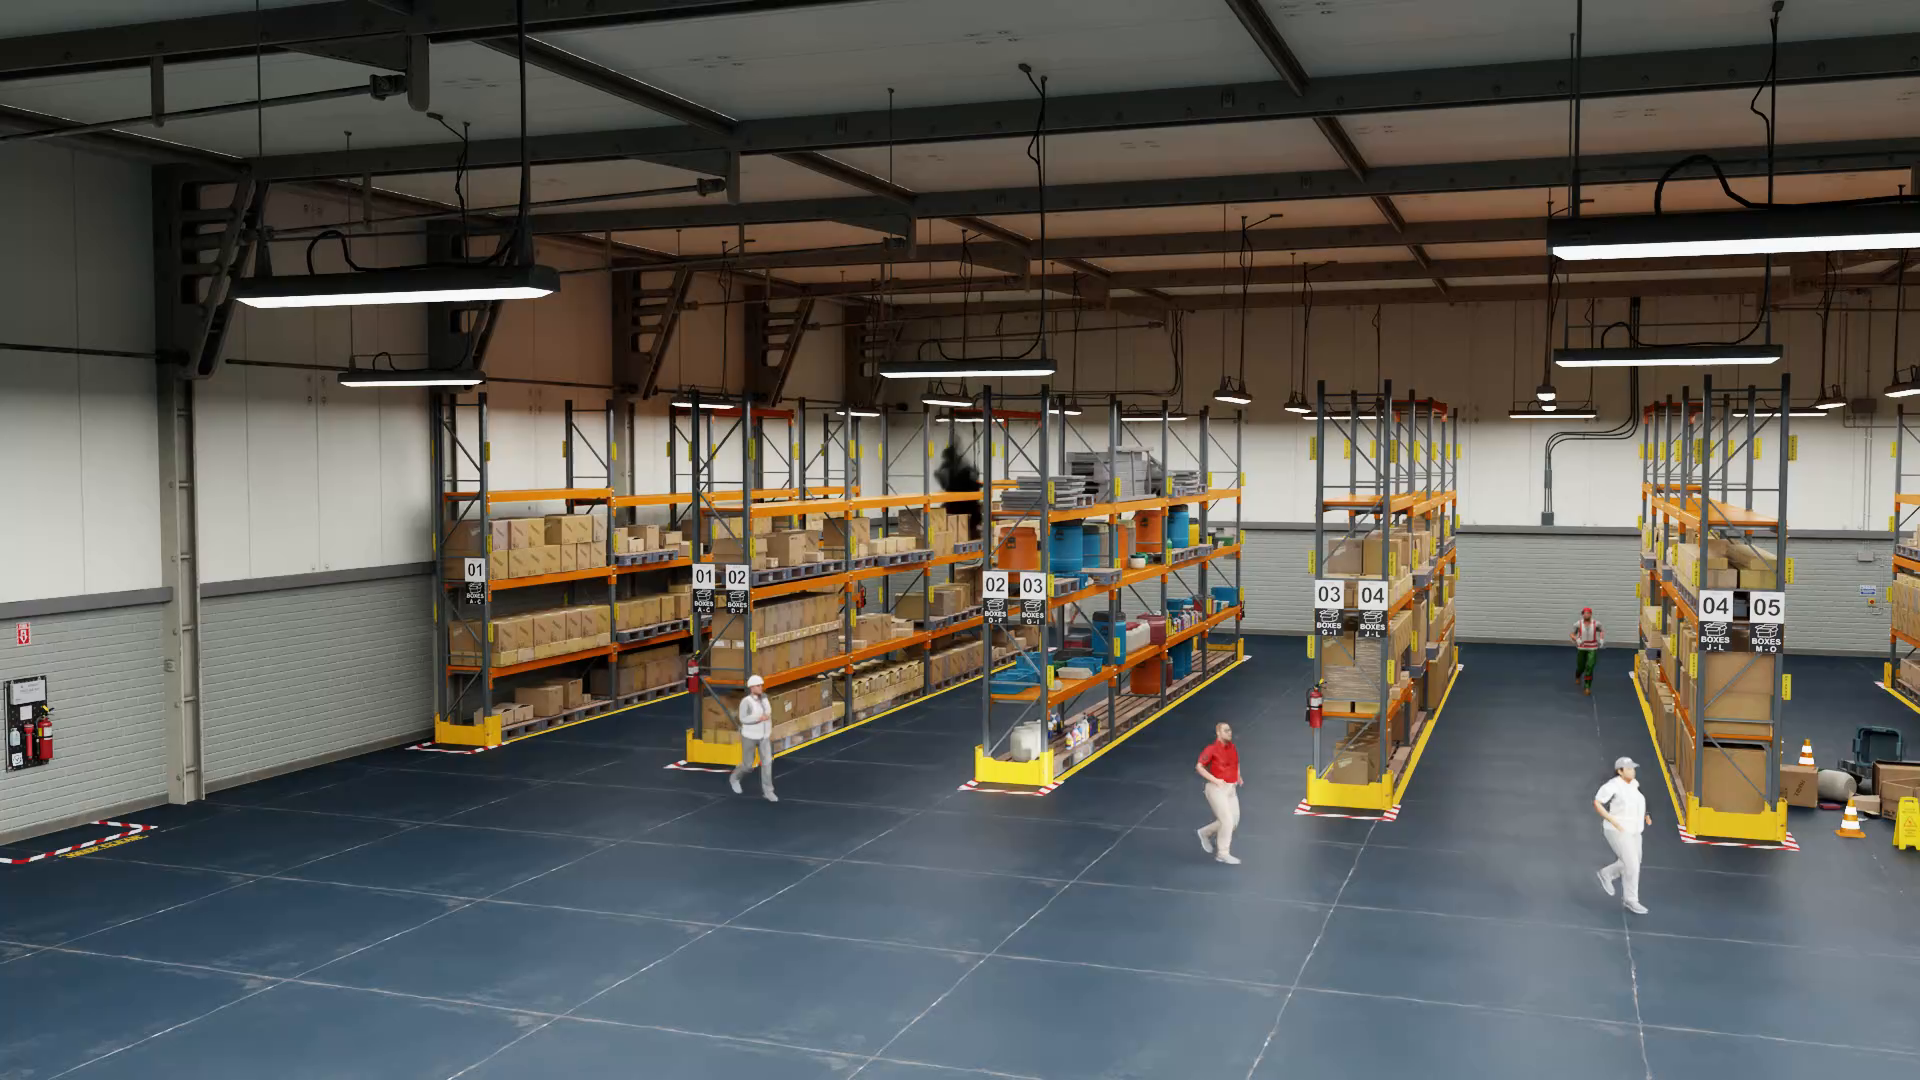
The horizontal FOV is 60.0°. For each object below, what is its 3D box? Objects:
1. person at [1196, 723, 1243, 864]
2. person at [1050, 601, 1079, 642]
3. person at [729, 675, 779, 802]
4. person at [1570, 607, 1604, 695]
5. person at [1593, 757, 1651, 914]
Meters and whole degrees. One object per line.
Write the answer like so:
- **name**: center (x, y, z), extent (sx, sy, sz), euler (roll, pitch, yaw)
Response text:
- **person**: center (3.195, 3.096, 20.442), extent (0.688, 1.715, 0.687), euler (-3, 4, -43)
- **person**: center (2.342, 1.870, 37.581), extent (0.703, 1.770, 0.950), euler (1, 3, 14)
- **person**: center (-2.942, 2.816, 23.832), extent (0.969, 1.768, 0.652), euler (3, 4, 44)
- **person**: center (13.013, 2.279, 34.516), extent (0.668, 1.784, 0.951), euler (1, 3, 17)
- **person**: center (7.268, 3.208, 18.278), extent (0.613, 1.663, 0.715), euler (-2, 4, -32)
